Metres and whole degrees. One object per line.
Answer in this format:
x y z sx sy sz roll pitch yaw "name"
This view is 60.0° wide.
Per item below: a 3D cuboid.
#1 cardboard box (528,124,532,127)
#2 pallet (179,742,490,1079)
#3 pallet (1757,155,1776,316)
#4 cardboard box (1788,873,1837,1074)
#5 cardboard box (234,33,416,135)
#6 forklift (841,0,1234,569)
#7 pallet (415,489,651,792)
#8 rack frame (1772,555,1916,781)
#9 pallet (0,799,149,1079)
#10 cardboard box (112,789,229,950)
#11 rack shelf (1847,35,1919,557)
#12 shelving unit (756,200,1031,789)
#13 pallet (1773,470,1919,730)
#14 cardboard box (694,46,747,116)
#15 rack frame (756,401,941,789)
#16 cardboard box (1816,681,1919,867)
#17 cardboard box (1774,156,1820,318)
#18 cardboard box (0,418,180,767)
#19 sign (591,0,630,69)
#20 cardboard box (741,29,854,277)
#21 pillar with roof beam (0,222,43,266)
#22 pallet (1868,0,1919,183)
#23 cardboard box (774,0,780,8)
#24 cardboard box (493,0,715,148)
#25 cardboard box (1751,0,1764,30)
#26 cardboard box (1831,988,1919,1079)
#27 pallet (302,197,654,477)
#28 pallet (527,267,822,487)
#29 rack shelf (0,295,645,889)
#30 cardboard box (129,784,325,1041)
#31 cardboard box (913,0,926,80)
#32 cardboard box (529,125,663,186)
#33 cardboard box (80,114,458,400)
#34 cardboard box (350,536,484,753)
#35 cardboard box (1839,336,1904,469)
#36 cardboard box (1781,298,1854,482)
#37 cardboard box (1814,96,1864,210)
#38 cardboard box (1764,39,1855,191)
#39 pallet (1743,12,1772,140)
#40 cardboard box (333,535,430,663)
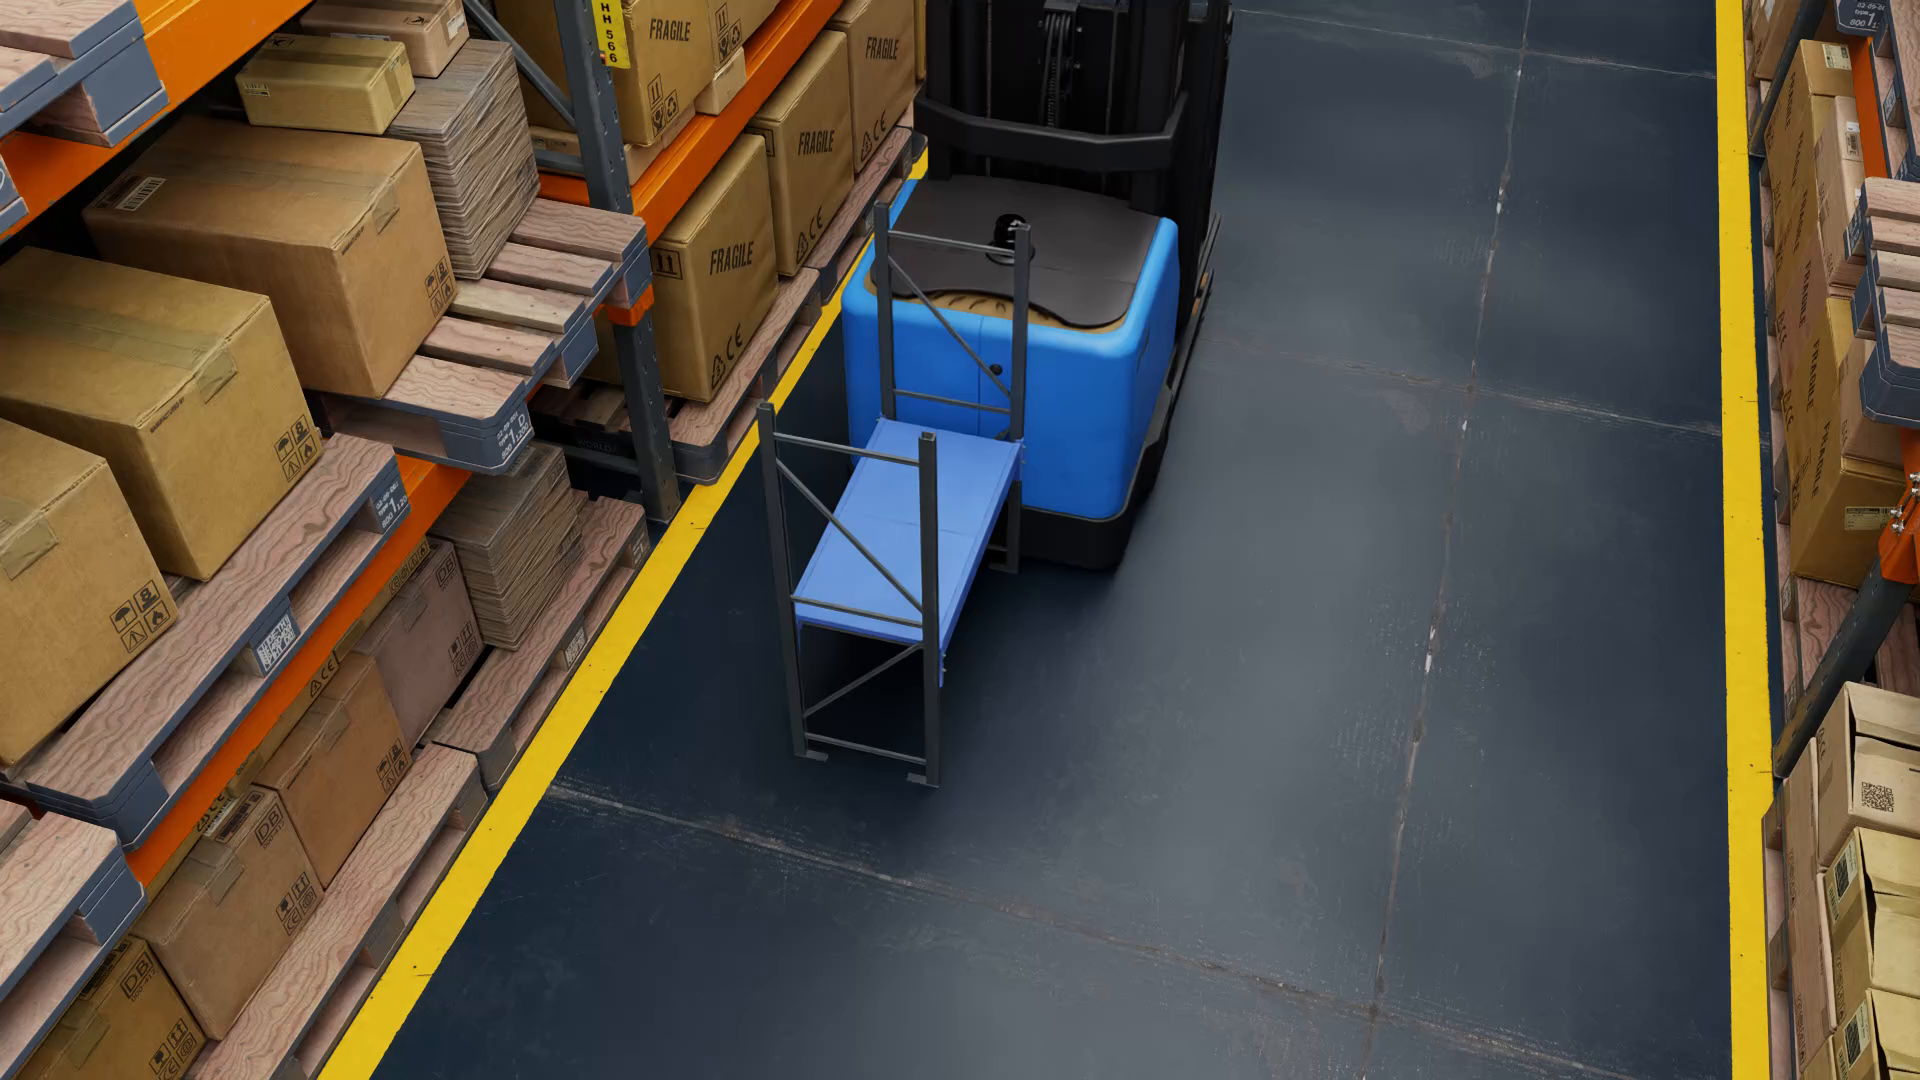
-1.709 -1.460 5.763 0.380 0.149 0.250 13 46 13 "cardboard box"
-2.173 1.056 5.020 1.003 0.211 1.213 13 46 13 "pallet"
4.160 -1.344 7.473 1.003 0.211 1.213 13 46 13 "pallet"
2.569 1.230 4.514 0.500 0.250 0.500 11 46 11 "cardboard box"
-1.722 -1.243 4.525 0.380 0.149 0.250 6 45 6 "cardboard box"
0.478 -1.991 6.189 1.130 2.935 3.031 11 46 11 "forklift"
-1.801 0.246 5.848 1.003 0.211 1.213 13 46 13 "pallet"
3.159 -0.225 4.335 1.000 3.000 0.127 13 46 13 "rack frame"
-2.404 0.985 3.236 1.003 0.211 1.213 13 46 13 "pallet"
-2.283 0.727 4.299 0.500 0.250 0.500 11 46 11 "cardboard box"
3.765 -1.301 5.949 1.077 0.370 4.000 13 46 13 "rack shelf"
-0.166 -0.125 5.305 0.538 1.500 1.048 11 46 11 "shelving unit"
3.421 0.282 5.811 1.003 0.211 1.213 13 46 13 "pallet"
-0.997 -1.685 5.992 0.380 0.149 0.250 14 46 14 "cardboard box"
-0.305 0.217 4.956 0.500 1.500 0.032 11 46 11 "rack frame"
2.720 0.694 4.661 0.500 0.311 0.500 14 46 14 "cardboard box"
3.682 -1.195 6.799 0.500 0.500 0.500 13 46 13 "cardboard box"
-2.242 0.053 3.665 0.700 0.500 0.500 19 47 18 "cardboard box"
-1.043 -1.549 4.917 0.100 0.325 0.005 13 46 13 "sign"
-0.944 -1.698 7.078 0.750 0.750 0.750 12 46 12 "cardboard box"
1.322 -1.821 1.677 9.100 9.000 0.400 13 46 13 "pillar with roof beam"
3.743 -1.454 5.728 1.003 0.211 1.213 13 46 13 "pallet"
-0.853 -2.368 6.227 0.500 0.500 0.500 12 46 12 "cardboard box"
-1.172 -1.690 5.534 0.500 0.500 0.500 14 46 14 "cardboard box"
4.329 -2.732 8.621 0.380 0.149 0.250 13 46 13 "cardboard box"
2.413 1.386 3.954 0.500 0.311 0.500 11 46 11 "cardboard box"
-1.678 -0.706 4.963 1.213 0.211 1.003 13 46 13 "pallet"
-1.253 -0.785 6.901 1.003 0.211 1.213 13 46 13 "pallet"
-2.169 0.319 4.294 1.077 0.370 4.000 13 46 13 "rack shelf"
-2.266 0.950 4.607 0.700 0.500 0.500 13 46 13 "cardboard box"
-0.425 -2.859 8.264 0.750 0.750 0.750 13 46 13 "cardboard box"
-1.243 -1.359 5.660 0.380 0.149 0.250 12 46 12 "cardboard box"
-1.839 -0.771 4.507 0.700 0.500 0.500 9 45 9 "cardboard box"
-1.998 0.274 5.298 0.700 0.500 0.500 12 46 12 "cardboard box"
3.232 -0.468 5.520 0.500 0.250 0.500 14 46 14 "cardboard box"
3.376 -0.507 6.096 0.500 0.500 0.500 11 45 11 "cardboard box"
3.689 -1.486 6.560 0.500 0.250 0.500 13 46 13 "cardboard box"
3.992 -1.884 7.503 0.500 0.500 0.500 11 45 11 "cardboard box"
4.579 -2.352 8.503 1.003 0.211 1.213 13 46 13 "pallet"
-1.964 0.054 4.987 0.500 0.250 0.500 13 46 13 "cardboard box"
